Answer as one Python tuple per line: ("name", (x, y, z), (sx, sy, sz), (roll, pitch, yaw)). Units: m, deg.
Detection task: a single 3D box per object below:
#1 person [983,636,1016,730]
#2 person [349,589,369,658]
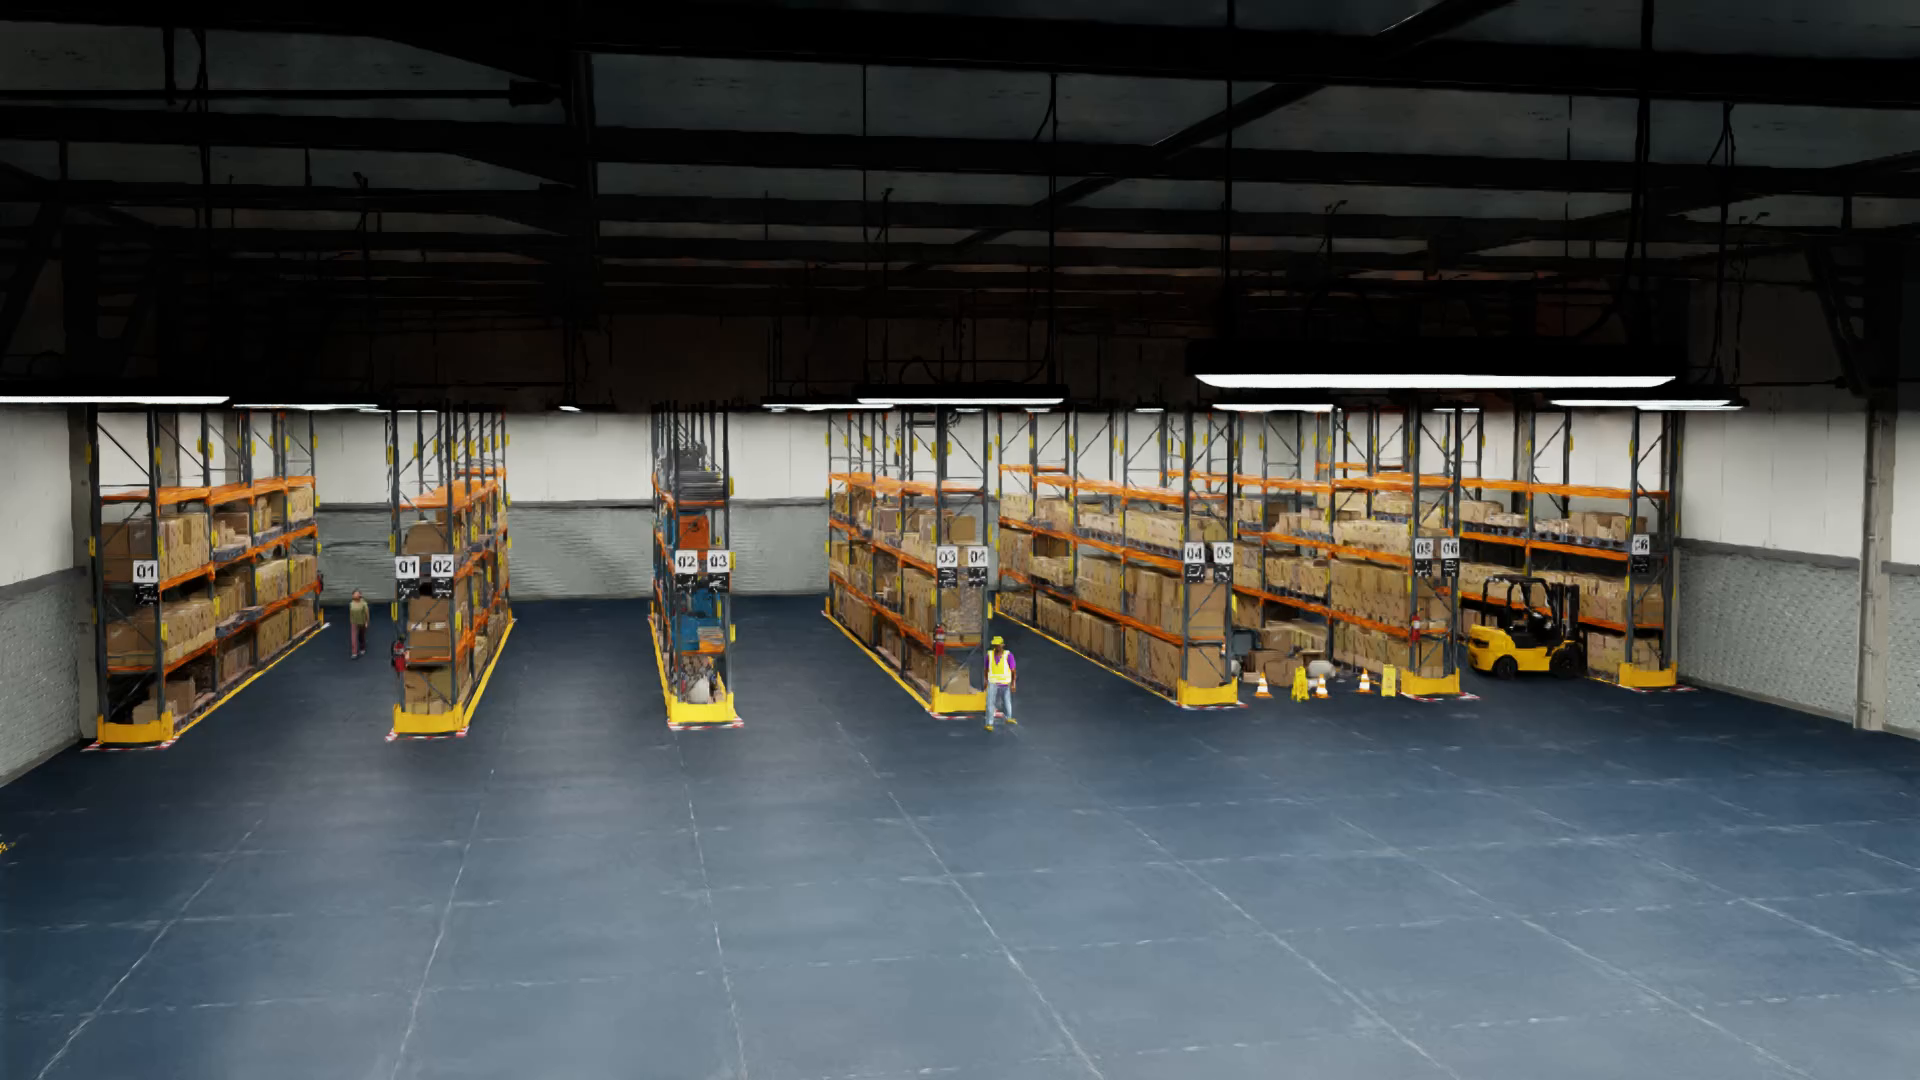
("person", (0.723, 2.587, 30.383), (0.617, 1.715, 0.972), (1, 4, 9))
("person", (-14.182, 1.954, 39.266), (0.458, 1.612, 1.019), (-1, 4, -13))
